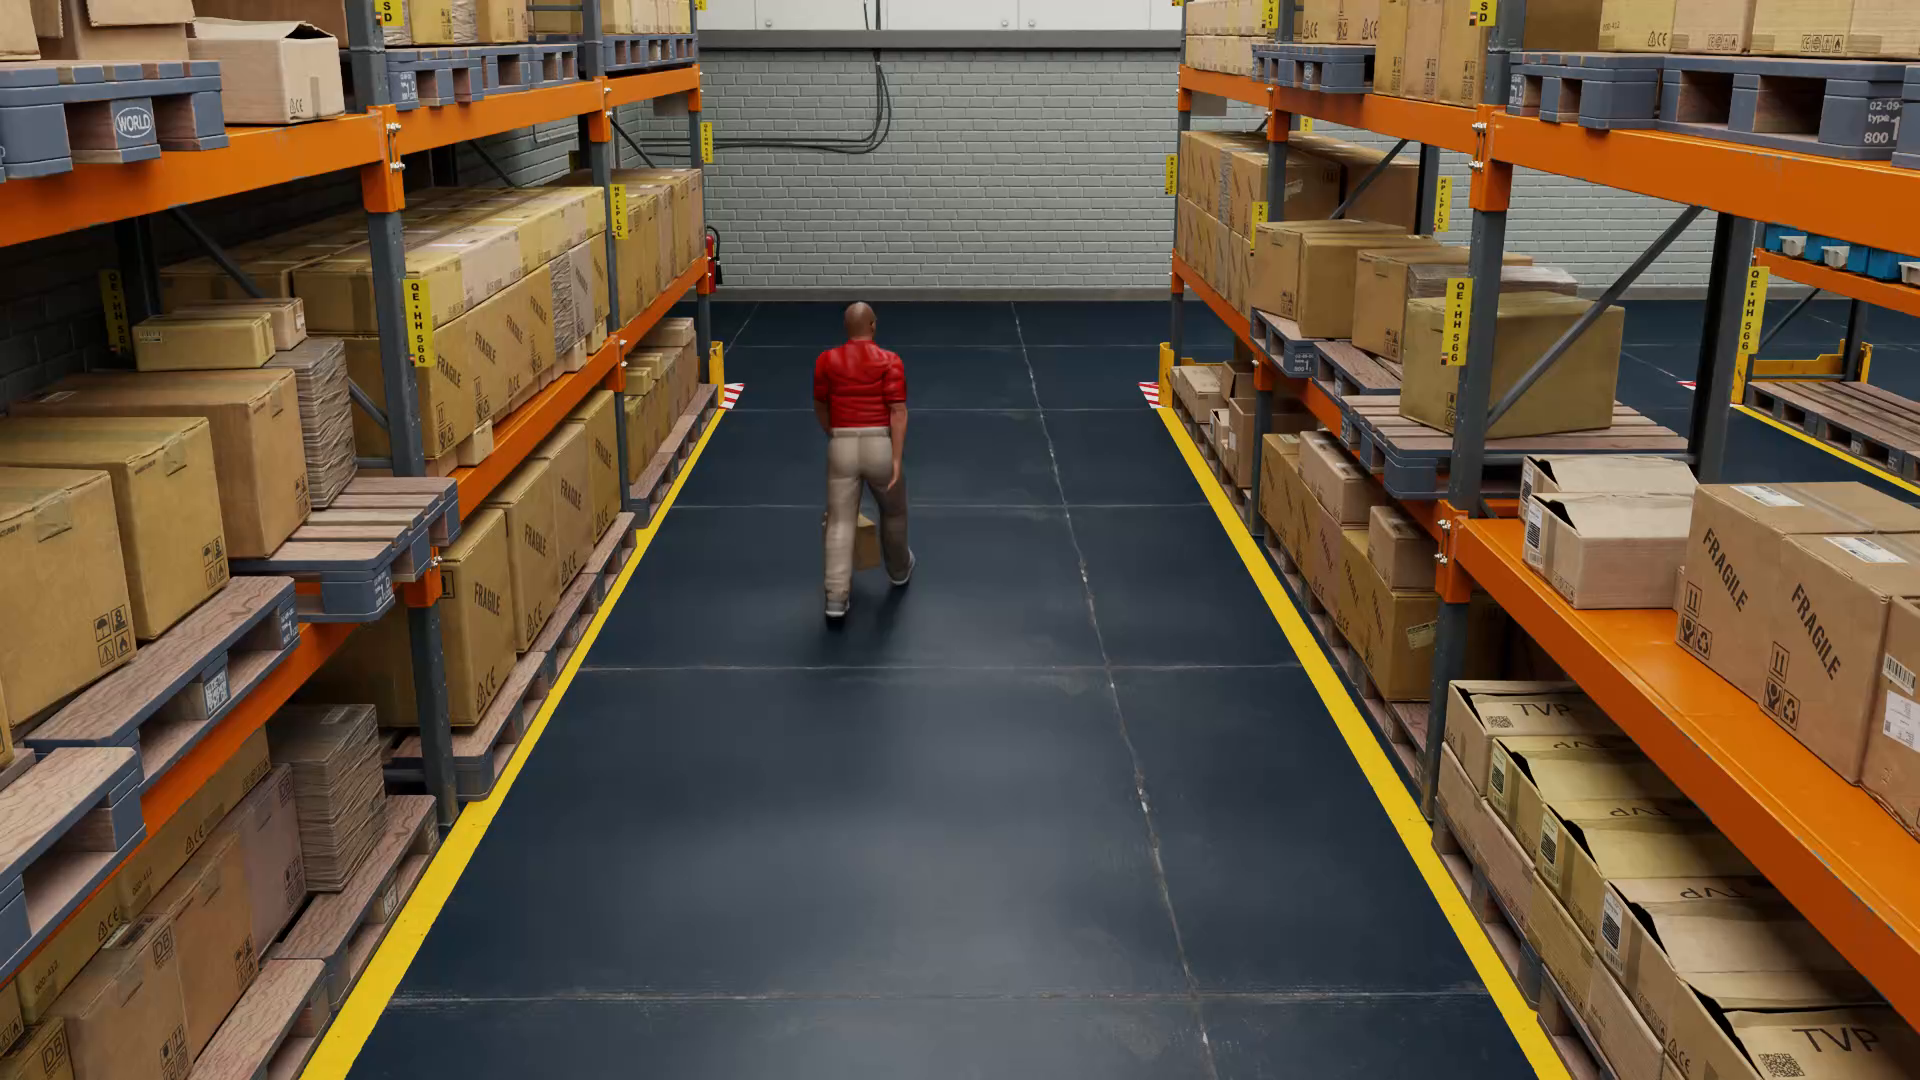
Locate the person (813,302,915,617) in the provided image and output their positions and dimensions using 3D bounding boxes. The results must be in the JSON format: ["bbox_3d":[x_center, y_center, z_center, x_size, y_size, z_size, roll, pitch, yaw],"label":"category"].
[{"bbox_3d":[-0.541,-0.477,9.183,0.540,1.669,1.035,2,17,6],"label":"person"}]
